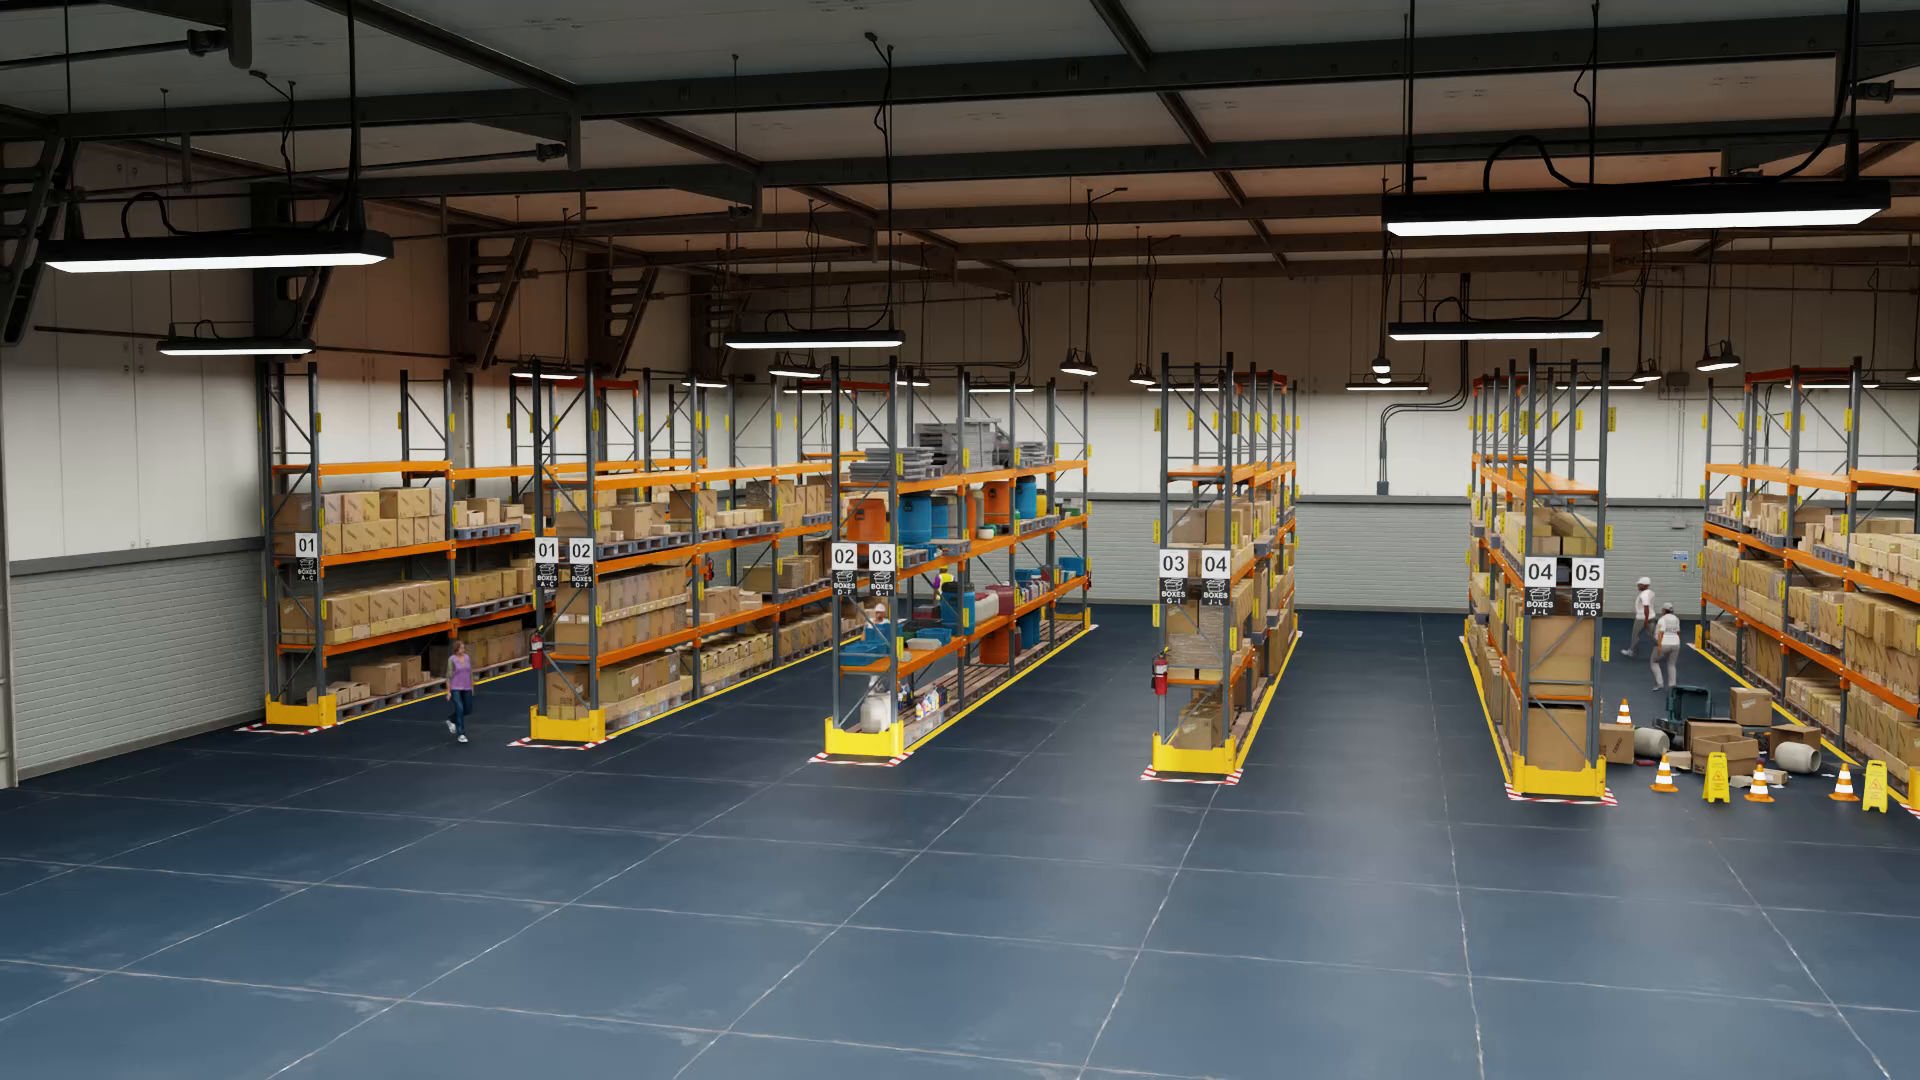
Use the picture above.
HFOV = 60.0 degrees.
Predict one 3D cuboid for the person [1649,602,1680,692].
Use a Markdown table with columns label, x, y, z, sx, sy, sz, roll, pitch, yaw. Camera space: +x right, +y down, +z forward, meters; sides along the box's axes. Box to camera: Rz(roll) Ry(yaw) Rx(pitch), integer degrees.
| label | x | y | z | sx | sy | sz | roll | pitch | yaw |
| --- | --- | --- | --- | --- | --- | --- | --- | --- | --- |
| person | 13.157 | 2.008 | 30.962 | 0.518 | 1.690 | 0.430 | -1 | 4 | -14 |

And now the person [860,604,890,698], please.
| label | x | y | z | sx | sy | sz | roll | pitch | yaw |
| --- | --- | --- | --- | --- | --- | --- | --- | --- | --- |
| person | -1.515 | 2.025 | 30.018 | 0.656 | 1.747 | 1.001 | 1 | 4 | 13 |

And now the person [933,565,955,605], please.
| label | x | y | z | sx | sy | sz | roll | pitch | yaw |
| --- | --- | --- | --- | --- | --- | --- | --- | --- | --- |
| person | -0.378 | 1.427 | 38.652 | 0.623 | 1.818 | 0.429 | -2 | 5 | -31 |

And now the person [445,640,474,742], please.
| label | x | y | z | sx | sy | sz | roll | pitch | yaw |
| --- | --- | --- | --- | --- | --- | --- | --- | --- | --- |
| person | -7.904 | 2.357 | 26.244 | 0.754 | 1.573 | 0.472 | 4 | 5 | 42 |

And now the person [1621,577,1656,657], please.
| label | x | y | z | sx | sy | sz | roll | pitch | yaw |
| --- | --- | --- | --- | --- | --- | --- | --- | --- | --- |
| person | 14.558 | 1.656 | 35.336 | 0.549 | 1.736 | 0.977 | -3 | 5 | -32 |
